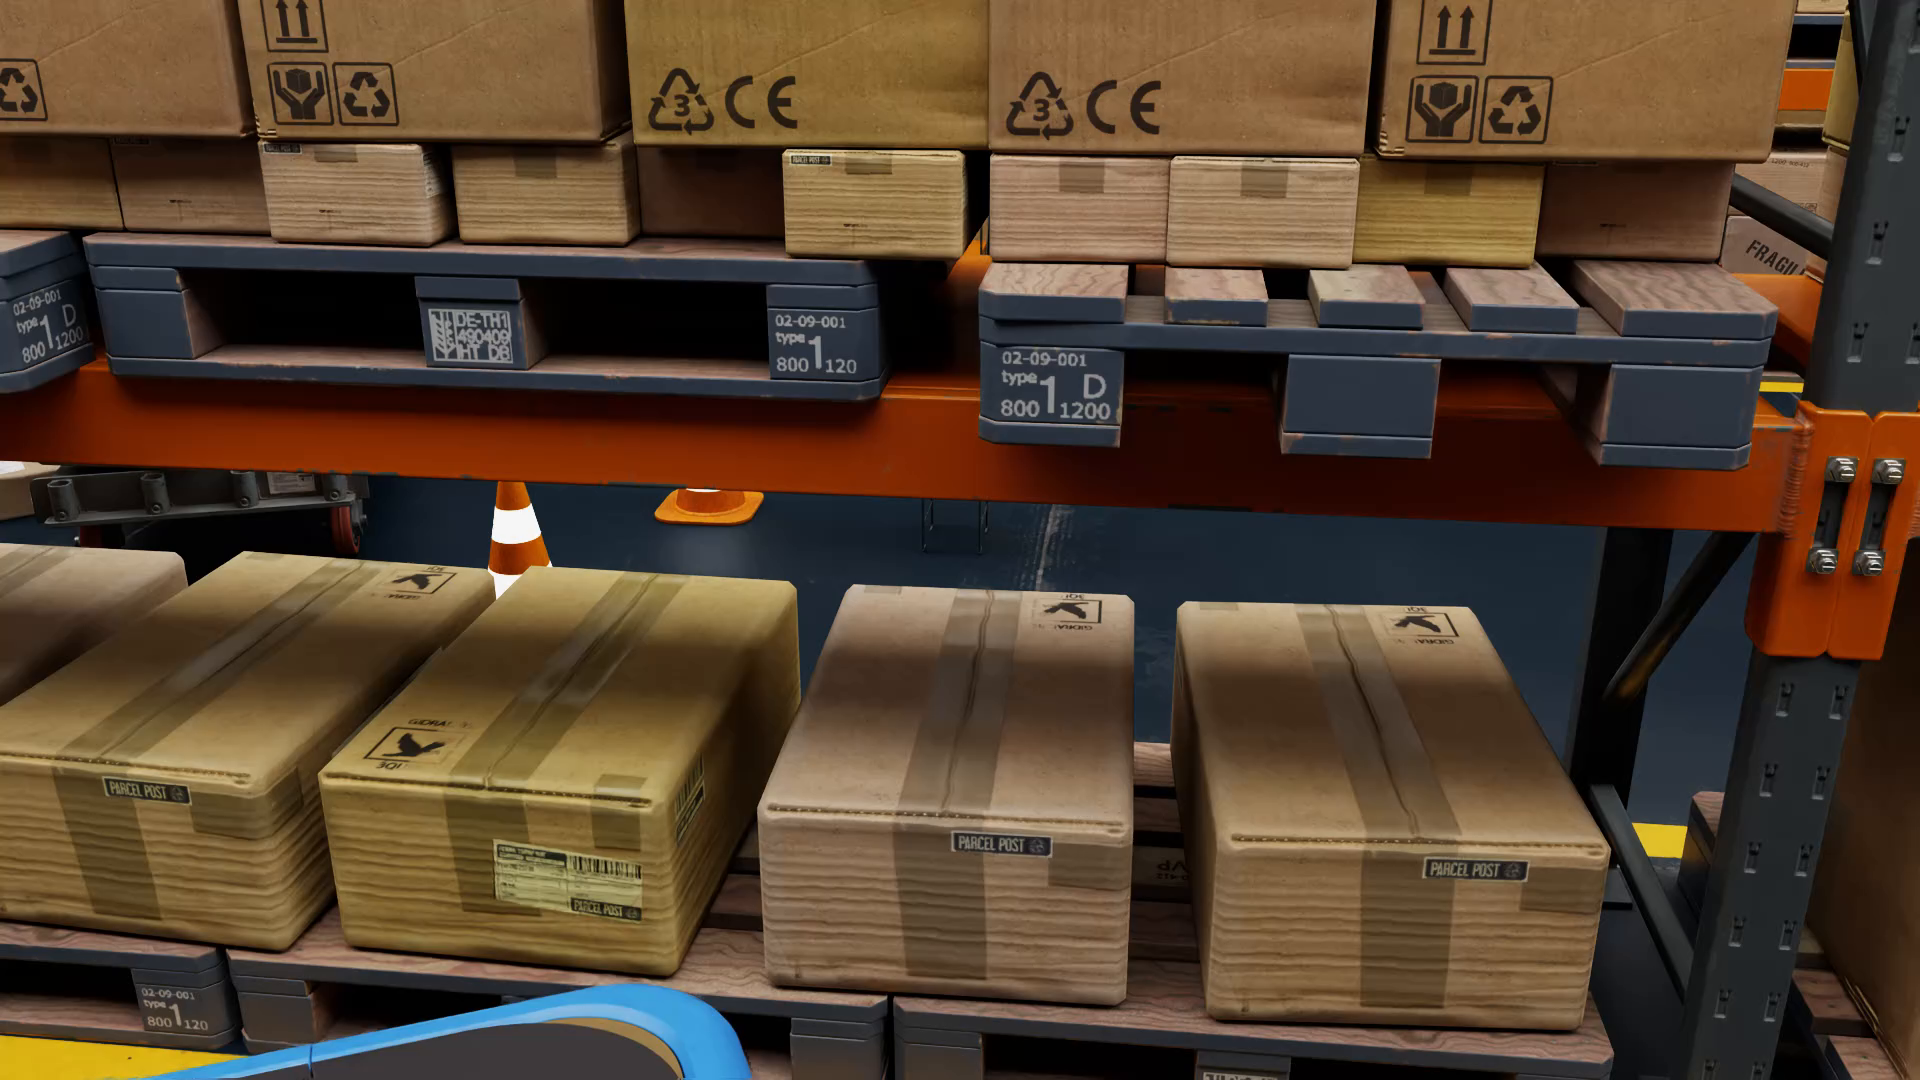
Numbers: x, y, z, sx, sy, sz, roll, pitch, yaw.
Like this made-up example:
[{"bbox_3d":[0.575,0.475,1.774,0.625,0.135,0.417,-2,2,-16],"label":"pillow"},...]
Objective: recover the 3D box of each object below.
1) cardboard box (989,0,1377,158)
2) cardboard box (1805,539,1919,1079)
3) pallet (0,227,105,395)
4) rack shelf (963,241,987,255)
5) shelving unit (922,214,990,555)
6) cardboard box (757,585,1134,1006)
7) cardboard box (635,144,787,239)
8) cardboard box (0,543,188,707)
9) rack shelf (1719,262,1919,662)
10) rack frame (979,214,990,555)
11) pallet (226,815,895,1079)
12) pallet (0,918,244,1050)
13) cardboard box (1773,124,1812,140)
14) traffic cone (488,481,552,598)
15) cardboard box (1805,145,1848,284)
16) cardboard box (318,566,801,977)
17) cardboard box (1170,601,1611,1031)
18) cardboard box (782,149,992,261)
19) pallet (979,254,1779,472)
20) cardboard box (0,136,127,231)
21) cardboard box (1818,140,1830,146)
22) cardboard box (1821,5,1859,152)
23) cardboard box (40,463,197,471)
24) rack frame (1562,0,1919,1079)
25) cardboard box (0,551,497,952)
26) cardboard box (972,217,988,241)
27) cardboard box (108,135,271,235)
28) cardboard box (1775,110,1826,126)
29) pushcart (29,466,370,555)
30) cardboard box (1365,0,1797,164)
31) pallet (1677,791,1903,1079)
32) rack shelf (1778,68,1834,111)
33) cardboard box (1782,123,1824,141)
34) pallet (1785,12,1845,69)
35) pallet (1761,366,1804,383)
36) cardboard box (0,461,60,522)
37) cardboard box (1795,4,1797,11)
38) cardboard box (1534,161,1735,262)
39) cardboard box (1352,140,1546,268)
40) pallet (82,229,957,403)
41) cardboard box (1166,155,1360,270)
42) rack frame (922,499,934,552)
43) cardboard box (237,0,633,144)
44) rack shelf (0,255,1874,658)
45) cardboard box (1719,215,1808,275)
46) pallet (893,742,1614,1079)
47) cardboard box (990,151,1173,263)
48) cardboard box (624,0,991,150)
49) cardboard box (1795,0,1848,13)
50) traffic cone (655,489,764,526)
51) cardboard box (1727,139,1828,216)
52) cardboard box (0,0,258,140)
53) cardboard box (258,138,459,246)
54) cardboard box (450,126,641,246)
[{"bbox_3d":[0.312,-0.839,2.369,0.500,0.500,0.500,2,22,5],"label":"cardboard box"},{"bbox_3d":[1.987,0.331,2.841,0.875,0.875,0.875,2,22,6],"label":"cardboard box"},{"bbox_3d":[-1.919,-0.520,2.935,1.213,0.211,1.003,2,22,6],"label":"pallet"},{"bbox_3d":[-0.014,-0.852,5.105,0.180,0.103,0.258,2,22,6],"label":"rack shelf"},{"bbox_3d":[-0.014,-0.559,5.221,0.189,1.200,0.258,2,22,6],"label":"shelving unit"},{"bbox_3d":[0.017,0.448,3.230,0.625,0.372,0.950,2,22,5],"label":"cardboard box"},{"bbox_3d":[-0.331,-0.586,2.612,0.250,0.149,0.380,3,22,7],"label":"cardboard box"},{"bbox_3d":[-2.140,0.354,3.469,0.625,0.372,0.950,3,22,7],"label":"cardboard box"},{"bbox_3d":[3.297,-0.101,2.594,4.000,0.370,1.077,2,22,6],"label":"rack shelf"},{"bbox_3d":[0.076,-0.555,5.211,0.006,1.200,0.240,2,22,6],"label":"rack frame"},{"bbox_3d":[-0.673,0.687,3.416,1.213,0.211,1.003,2,22,6],"label":"pallet"},{"bbox_3d":[-1.888,0.635,3.547,1.213,0.211,1.003,2,22,6],"label":"pallet"},{"bbox_3d":[3.509,-1.736,7.559,0.500,0.250,0.500,3,22,8],"label":"cardboard box"},{"bbox_3d":[-1.265,0.027,4.741,0.334,0.463,0.336,2,22,6],"label":"traffic cone"},{"bbox_3d":[1.844,-0.525,2.892,0.500,0.250,0.500,2,22,4],"label":"cardboard box"},{"bbox_3d":[-0.735,0.413,3.319,0.625,0.372,0.950,3,22,8],"label":"cardboard box"},{"bbox_3d":[0.751,0.477,3.157,0.625,0.372,0.950,1,22,3],"label":"cardboard box"},{"bbox_3d":[-0.096,-0.529,2.469,0.250,0.149,0.380,3,22,7],"label":"cardboard box"},{"bbox_3d":[0.591,-0.425,2.695,1.003,0.211,1.213,2,22,6],"label":"pallet"},{"bbox_3d":[-1.362,-0.609,2.672,0.250,0.149,0.380,3,22,7],"label":"cardboard box"},{"bbox_3d":[3.961,-1.527,7.031,0.500,0.250,0.500,2,22,4],"label":"cardboard box"},{"bbox_3d":[1.822,-0.756,2.797,0.500,0.250,0.500,2,22,6],"label":"cardboard box"},{"bbox_3d":[-2.481,-0.536,5.085,0.500,0.500,0.500,2,22,6],"label":"cardboard box"},{"bbox_3d":[1.311,-0.522,2.680,0.127,3.000,1.000,2,22,6],"label":"rack frame"},{"bbox_3d":[-1.426,0.383,3.393,0.625,0.372,0.950,4,22,10],"label":"cardboard box"},{"bbox_3d":[0.331,-1.578,7.841,0.750,0.750,1.050,3,22,7],"label":"cardboard box"},{"bbox_3d":[-1.116,-0.598,2.643,0.250,0.149,0.380,3,22,7],"label":"cardboard box"},{"bbox_3d":[5.812,-3.195,11.759,0.875,0.875,1.225,3,22,6],"label":"cardboard box"},{"bbox_3d":[-2.442,-0.310,5.711,0.936,0.377,1.648,-5,22,-12],"label":"pushcart"},{"bbox_3d":[0.827,-0.820,2.323,0.500,0.500,0.500,2,22,5],"label":"cardboard box"},{"bbox_3d":[2.085,0.836,3.037,1.213,0.211,1.003,2,22,6],"label":"pallet"},{"bbox_3d":[3.779,-1.912,7.176,4.000,0.370,1.077,2,22,6],"label":"rack shelf"},{"bbox_3d":[4.028,-1.716,7.510,0.500,0.250,0.500,3,22,8],"label":"cardboard box"},{"bbox_3d":[3.764,-2.174,7.119,1.213,0.211,1.003,2,22,6],"label":"pallet"},{"bbox_3d":[3.777,-0.949,7.553,1.213,0.211,1.003,2,22,6],"label":"pallet"},{"bbox_3d":[-3.218,-0.242,5.692,0.396,0.266,0.258,-14,25,-31],"label":"cardboard box"},{"bbox_3d":[3.281,-2.274,6.883,0.250,0.149,0.380,3,22,8],"label":"cardboard box"},{"bbox_3d":[0.958,-0.529,2.468,0.250,0.149,0.380,3,22,8],"label":"cardboard box"},{"bbox_3d":[0.683,-0.514,2.430,0.250,0.149,0.380,3,22,7],"label":"cardboard box"},{"bbox_3d":[-0.660,-0.503,2.894,1.213,0.211,1.003,2,22,6],"label":"pallet"},{"bbox_3d":[0.428,-0.508,2.416,0.250,0.149,0.380,2,22,6],"label":"cardboard box"},{"bbox_3d":[-0.105,-0.563,5.231,0.006,1.200,0.240,2,22,6],"label":"rack frame"},{"bbox_3d":[-0.731,-0.884,2.484,0.500,0.500,0.500,2,22,4],"label":"cardboard box"},{"bbox_3d":[-0.675,-0.274,3.031,4.000,0.370,1.077,2,22,6],"label":"rack shelf"},{"bbox_3d":[3.476,-1.202,7.228,0.500,0.500,0.500,2,22,5],"label":"cardboard box"},{"bbox_3d":[0.535,0.740,3.280,1.213,0.211,1.003,2,22,6],"label":"pallet"},{"bbox_3d":[0.179,-0.522,2.451,0.250,0.149,0.380,1,22,4],"label":"cardboard box"},{"bbox_3d":[-0.189,-0.860,2.423,0.500,0.500,0.500,1,22,3],"label":"cardboard box"},{"bbox_3d":[3.531,-2.262,6.853,0.250,0.149,0.380,3,22,7],"label":"cardboard box"},{"bbox_3d":[-0.859,-0.325,5.633,0.334,0.463,0.336,2,22,6],"label":"traffic cone"},{"bbox_3d":[3.443,-1.549,7.087,0.500,0.250,0.500,3,22,7],"label":"cardboard box"},{"bbox_3d":[-1.242,-0.902,2.530,0.500,0.500,0.500,2,22,6],"label":"cardboard box"},{"bbox_3d":[-0.858,-0.568,2.566,0.250,0.149,0.380,3,22,8],"label":"cardboard box"},{"bbox_3d":[-0.590,-0.567,2.564,0.250,0.149,0.380,2,22,5],"label":"cardboard box"}]
